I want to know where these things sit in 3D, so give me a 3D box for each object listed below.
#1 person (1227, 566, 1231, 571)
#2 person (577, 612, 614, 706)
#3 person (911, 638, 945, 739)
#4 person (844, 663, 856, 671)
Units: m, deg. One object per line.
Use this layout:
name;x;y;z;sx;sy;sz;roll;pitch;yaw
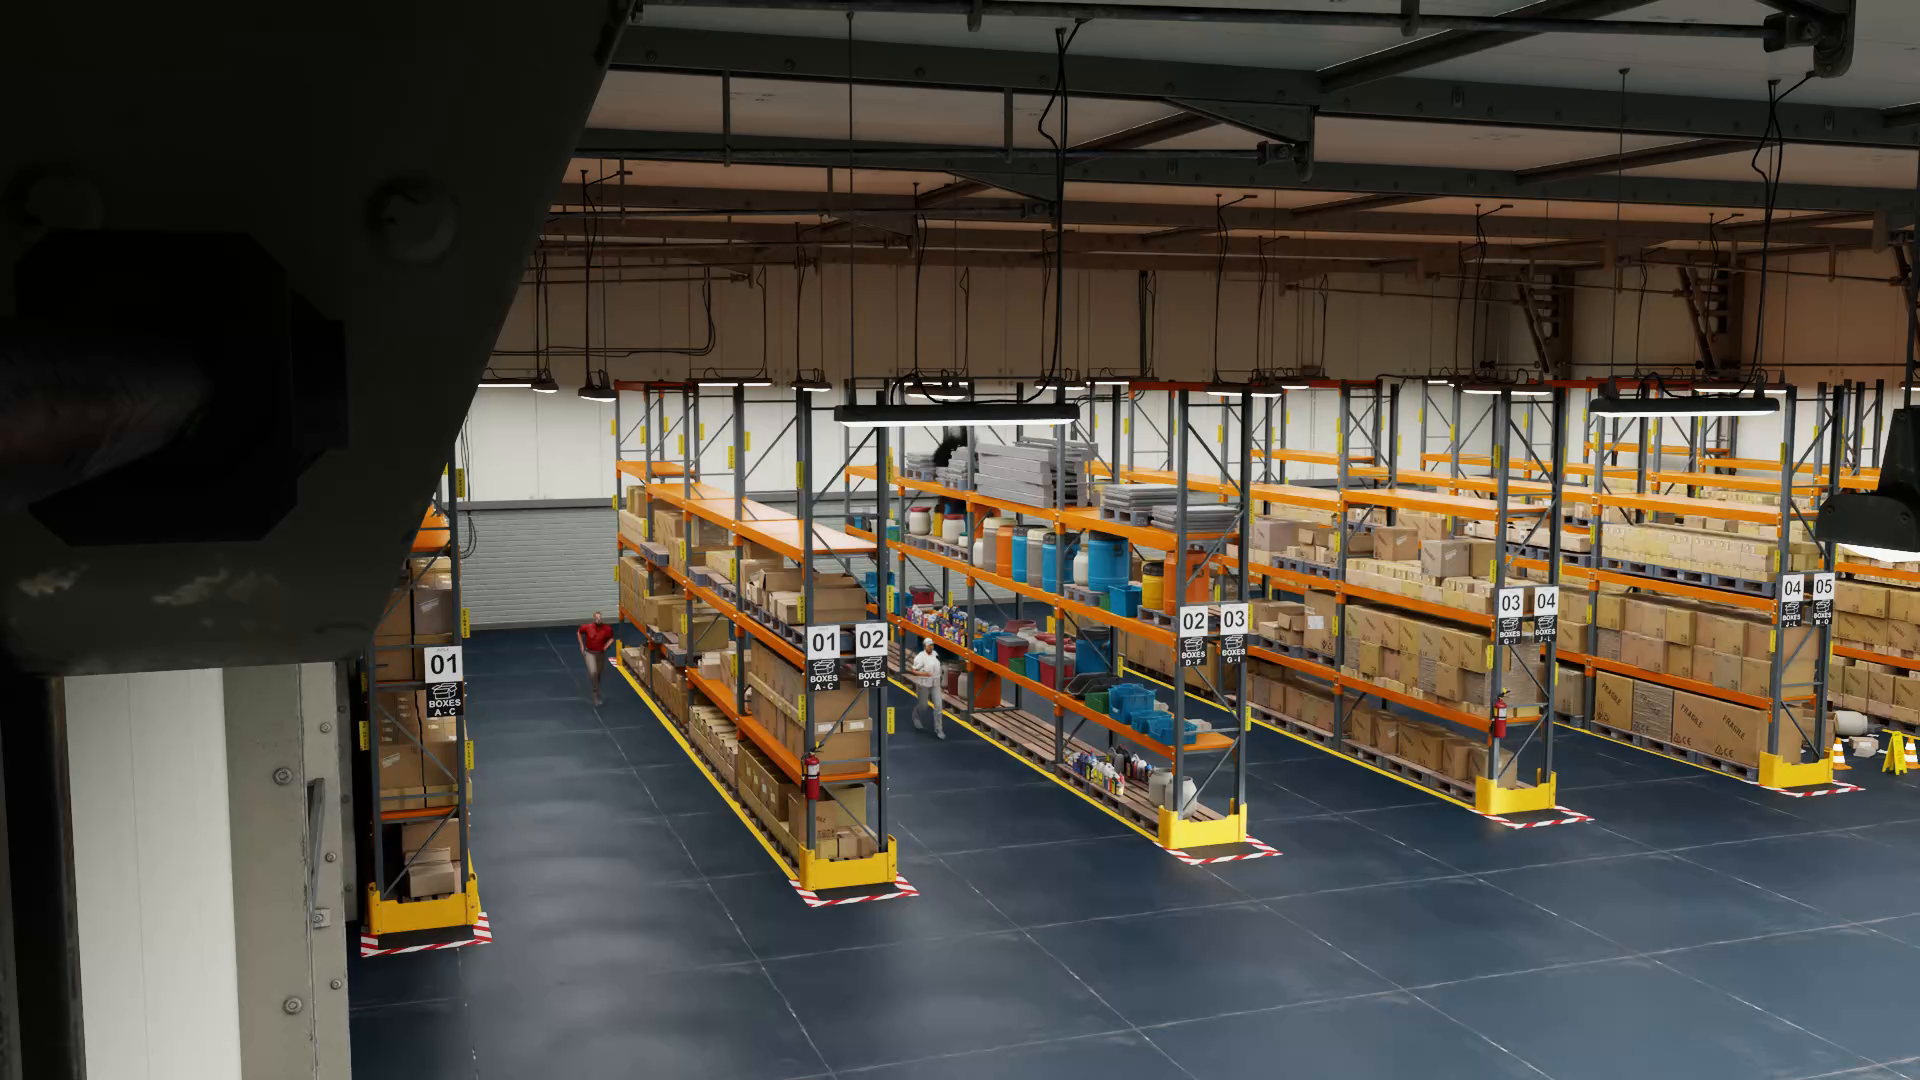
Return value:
person;6.077;1.416;38.411;0.700;1.745;0.695;-2;6;-18
person;-6.841;2.185;31.266;0.663;1.747;0.963;-3;7;-23
person;-0.548;2.499;28.419;0.604;1.686;0.924;-3;7;-27
person;-2.116;2.534;29.058;0.568;1.435;0.868;-4;7;-36
